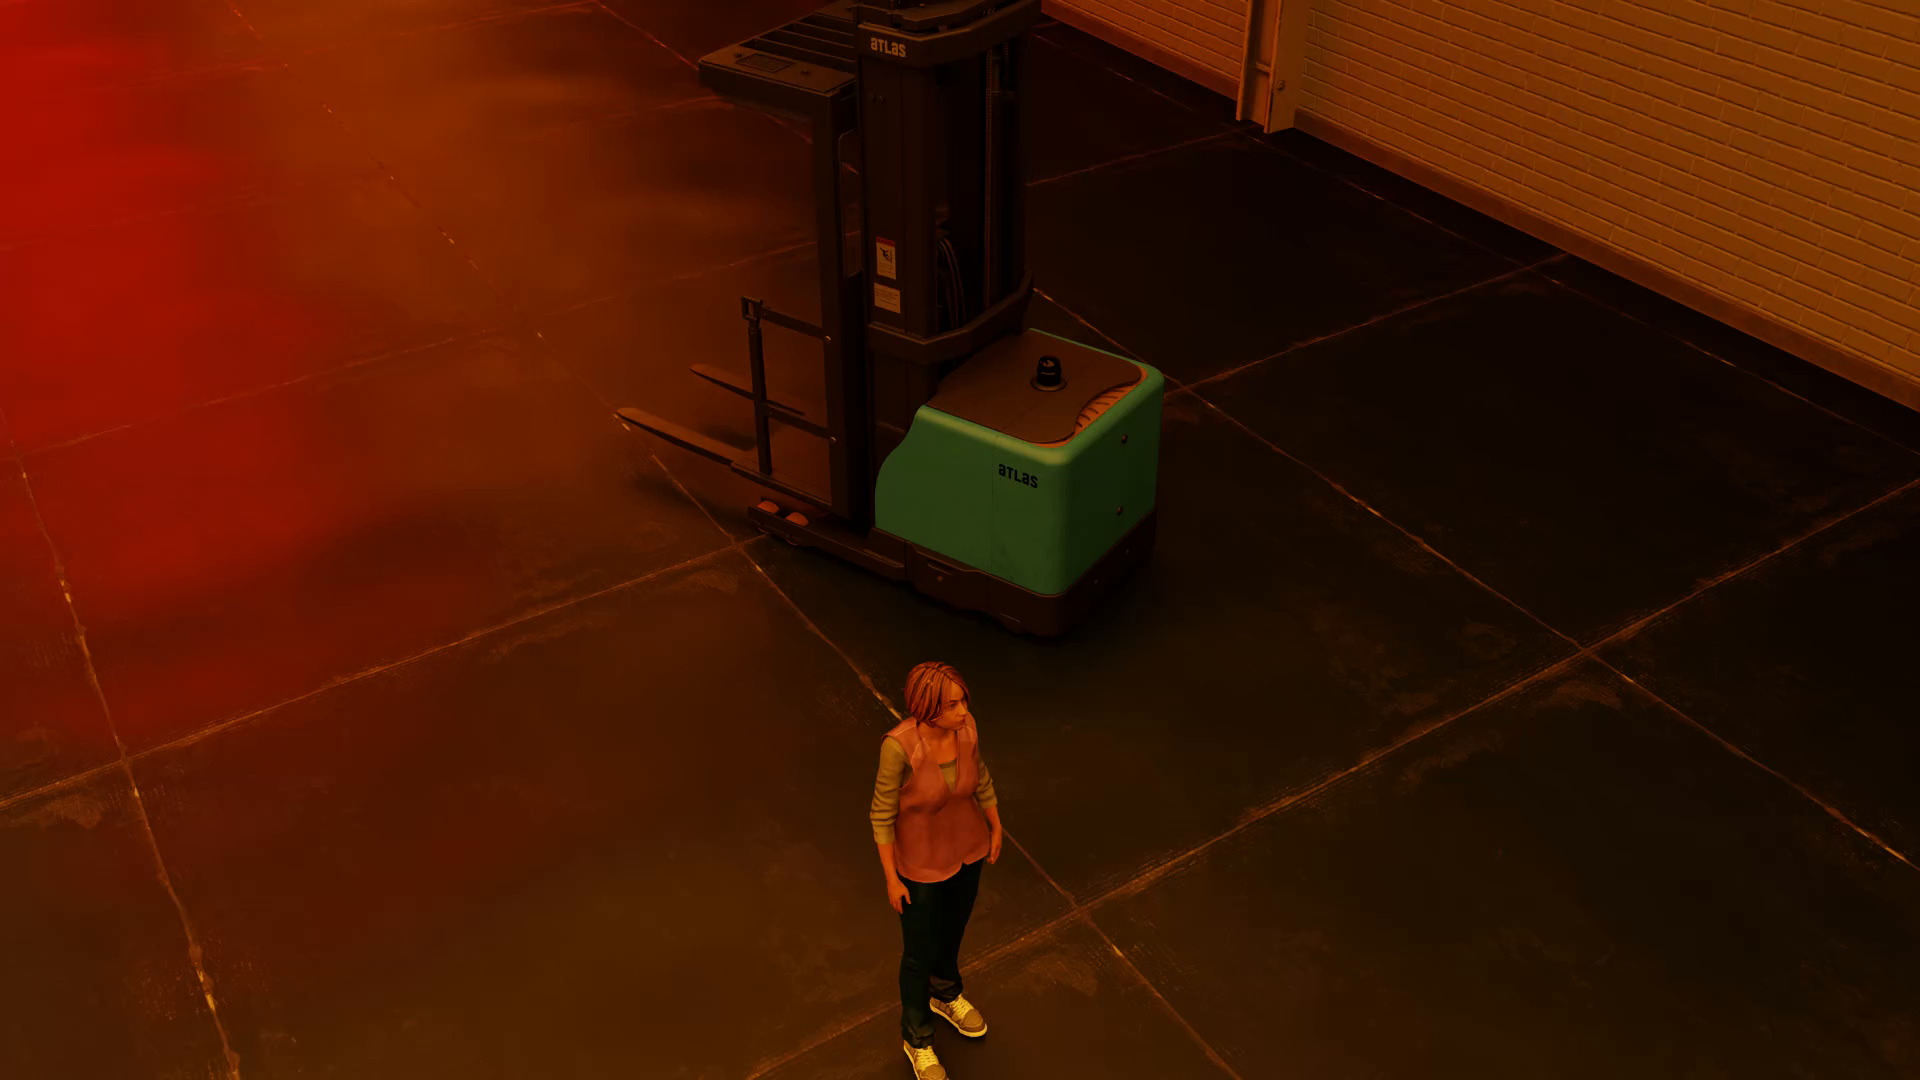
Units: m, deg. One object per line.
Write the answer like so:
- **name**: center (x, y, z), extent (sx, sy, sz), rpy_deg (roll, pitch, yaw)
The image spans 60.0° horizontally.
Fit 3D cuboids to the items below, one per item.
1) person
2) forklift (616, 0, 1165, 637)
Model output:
- **person**: center (-0.034, 1.127, 5.691), extent (0.522, 1.597, 0.474), rpy_deg (-25, 42, -31)
- **forklift**: center (-0.500, -1.399, 8.138), extent (3.031, 2.935, 1.130), rpy_deg (22, 41, 28)
